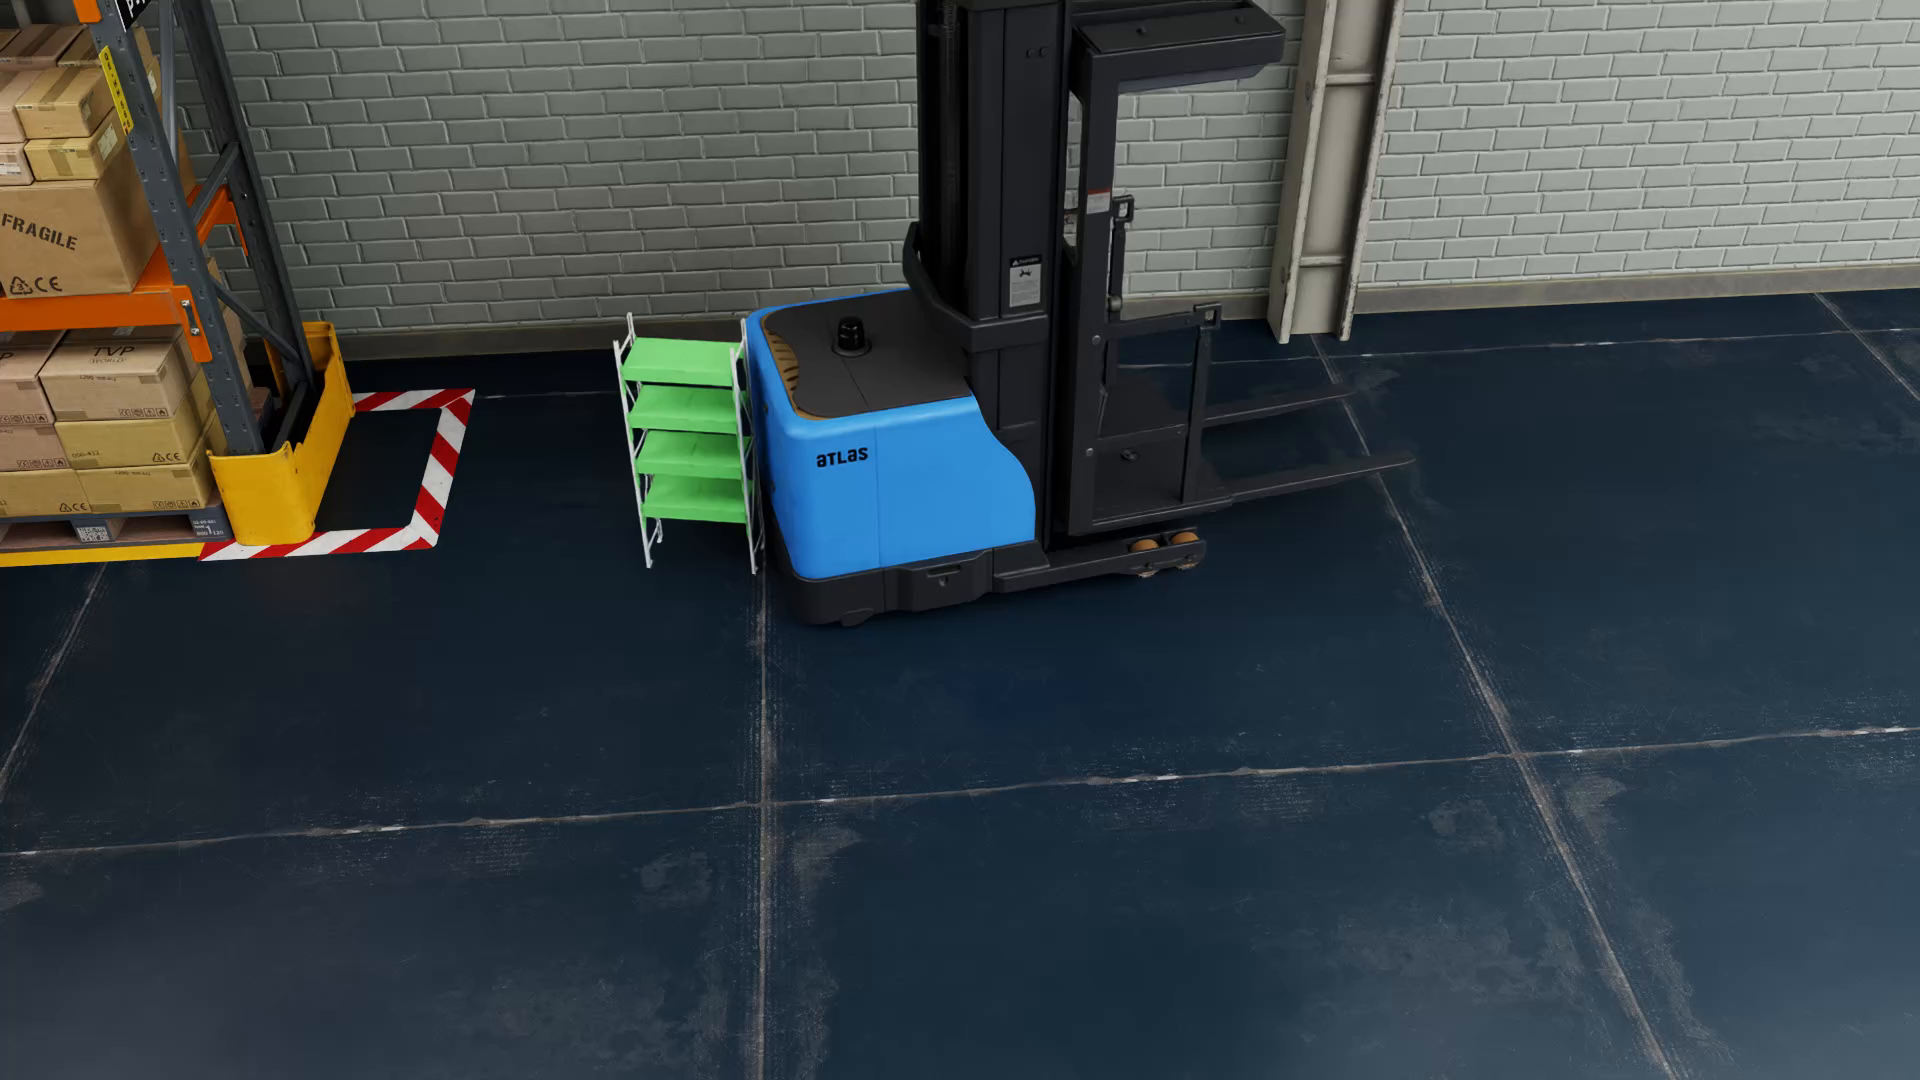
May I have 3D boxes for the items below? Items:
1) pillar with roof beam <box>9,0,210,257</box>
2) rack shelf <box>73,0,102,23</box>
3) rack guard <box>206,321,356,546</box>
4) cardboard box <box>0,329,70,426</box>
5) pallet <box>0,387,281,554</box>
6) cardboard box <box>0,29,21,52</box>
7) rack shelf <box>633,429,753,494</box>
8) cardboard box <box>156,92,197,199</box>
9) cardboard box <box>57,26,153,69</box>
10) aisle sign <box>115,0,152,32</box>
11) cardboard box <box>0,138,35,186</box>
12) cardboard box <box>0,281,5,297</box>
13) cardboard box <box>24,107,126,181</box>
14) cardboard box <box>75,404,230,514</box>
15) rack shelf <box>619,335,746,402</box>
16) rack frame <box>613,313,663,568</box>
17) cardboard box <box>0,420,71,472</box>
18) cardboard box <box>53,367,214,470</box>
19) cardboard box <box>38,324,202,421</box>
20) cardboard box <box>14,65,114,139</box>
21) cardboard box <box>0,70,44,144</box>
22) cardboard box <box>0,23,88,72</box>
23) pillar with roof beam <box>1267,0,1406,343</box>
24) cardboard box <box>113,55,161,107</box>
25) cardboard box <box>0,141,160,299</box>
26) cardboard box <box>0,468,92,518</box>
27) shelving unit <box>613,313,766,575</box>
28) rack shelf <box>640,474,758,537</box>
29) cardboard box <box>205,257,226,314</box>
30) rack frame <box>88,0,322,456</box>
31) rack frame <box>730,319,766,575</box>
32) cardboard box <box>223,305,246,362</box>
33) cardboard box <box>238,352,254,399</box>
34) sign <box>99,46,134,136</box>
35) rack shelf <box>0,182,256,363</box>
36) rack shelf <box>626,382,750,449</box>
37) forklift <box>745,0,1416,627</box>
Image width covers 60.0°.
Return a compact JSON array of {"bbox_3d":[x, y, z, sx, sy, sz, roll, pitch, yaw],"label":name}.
[{"bbox_3d":[-3.666,-1.731,2.679,0.400,9.000,9.100,-3,38,-4],"label":"pillar with roof beam"},{"bbox_3d":[-5.266,-2.299,6.402,4.000,0.370,1.077,-3,38,-4],"label":"rack shelf"},{"bbox_3d":[-3.250,-0.534,8.023,0.348,0.500,1.175,-3,38,-4],"label":"rack guard"},{"bbox_3d":[-4.213,-0.742,7.343,0.500,0.250,0.500,-2,38,-3],"label":"cardboard box"},{"bbox_3d":[-4.032,-0.351,8.025,1.213,0.211,1.003,-3,38,-4],"label":"pallet"},{"bbox_3d":[-4.152,-2.021,7.045,0.250,0.149,0.380,-2,38,-3],"label":"cardboard box"},{"bbox_3d":[-1.166,-0.350,7.329,0.480,0.148,0.258,4,38,5],"label":"rack shelf"},{"bbox_3d":[-3.792,-1.697,7.399,0.500,0.500,0.500,-2,38,-3],"label":"cardboard box"},{"bbox_3d":[-3.627,-2.038,7.067,0.250,0.149,0.380,-4,38,-5],"label":"cardboard box"},{"bbox_3d":[-3.182,-2.357,6.217,0.004,0.787,0.394,-3,38,-4],"label":"aisle sign"},{"bbox_3d":[-3.846,-1.583,6.731,0.250,0.149,0.380,-3,38,-3],"label":"cardboard box"},{"bbox_3d":[-4.258,-1.341,6.948,0.500,0.500,0.500,-2,38,-3],"label":"cardboard box"},{"bbox_3d":[-3.594,-1.616,6.772,0.250,0.149,0.380,-3,38,-3],"label":"cardboard box"},{"bbox_3d":[-3.714,-0.378,7.689,0.500,0.250,0.500,-3,38,-4],"label":"cardboard box"},{"bbox_3d":[-1.166,-0.727,7.031,0.480,0.148,0.258,4,38,5],"label":"rack shelf"},{"bbox_3d":[-1.408,-0.416,7.309,0.015,1.200,0.240,4,38,5],"label":"rack frame"},{"bbox_3d":[-4.231,-0.555,7.509,0.500,0.250,0.500,-3,38,-4],"label":"cardboard box"},{"bbox_3d":[-3.731,-0.576,7.535,0.500,0.250,0.500,-4,38,-5],"label":"cardboard box"},{"bbox_3d":[-3.705,-0.774,7.383,0.500,0.250,0.500,-2,38,-2],"label":"cardboard box"},{"bbox_3d":[-3.612,-1.775,6.733,0.250,0.149,0.380,-3,38,-4],"label":"cardboard box"},{"bbox_3d":[-3.855,-1.742,6.692,0.250,0.149,0.380,-3,38,-4],"label":"cardboard box"},{"bbox_3d":[-3.897,-2.062,7.097,0.250,0.149,0.380,-2,38,-2],"label":"cardboard box"},{"bbox_3d":[2.311,-2.060,3.096,0.400,9.000,9.100,-3,38,-4],"label":"pillar with roof beam"},{"bbox_3d":[-3.634,-1.949,7.194,0.250,0.149,0.380,-4,38,-5],"label":"cardboard box"},{"bbox_3d":[-3.740,-1.364,6.976,0.500,0.500,0.500,-4,38,-5],"label":"cardboard box"},{"bbox_3d":[-4.210,-0.357,7.662,0.500,0.250,0.500,-3,38,-4],"label":"cardboard box"},{"bbox_3d":[-1.166,-0.401,7.289,0.503,1.200,0.258,4,38,5],"label":"shelving unit"},{"bbox_3d":[-1.166,-0.162,7.477,0.480,0.148,0.258,4,38,5],"label":"rack shelf"},{"bbox_3d":[-3.769,-1.082,7.773,0.500,0.250,0.500,-4,38,-5],"label":"cardboard box"},{"bbox_3d":[-3.274,-1.514,7.247,0.127,3.000,1.000,-3,38,-4],"label":"rack frame"},{"bbox_3d":[-0.923,-0.385,7.269,0.015,1.200,0.240,4,38,5],"label":"rack frame"},{"bbox_3d":[-3.760,-0.898,7.943,0.500,0.250,0.500,-2,38,-3],"label":"cardboard box"},{"bbox_3d":[-3.780,-0.693,8.087,0.500,0.250,0.500,-3,38,-4],"label":"cardboard box"},{"bbox_3d":[-3.239,-1.726,6.390,0.005,0.325,0.100,-3,38,-4],"label":"sign"},{"bbox_3d":[-5.266,-1.122,7.331,4.000,0.370,1.077,-3,38,-4],"label":"rack shelf"},{"bbox_3d":[-1.166,-0.539,7.180,0.480,0.148,0.258,4,38,5],"label":"rack shelf"},{"bbox_3d":[0.615,-1.291,7.020,3.031,2.935,1.130,-10,39,-13],"label":"forklift"}]
